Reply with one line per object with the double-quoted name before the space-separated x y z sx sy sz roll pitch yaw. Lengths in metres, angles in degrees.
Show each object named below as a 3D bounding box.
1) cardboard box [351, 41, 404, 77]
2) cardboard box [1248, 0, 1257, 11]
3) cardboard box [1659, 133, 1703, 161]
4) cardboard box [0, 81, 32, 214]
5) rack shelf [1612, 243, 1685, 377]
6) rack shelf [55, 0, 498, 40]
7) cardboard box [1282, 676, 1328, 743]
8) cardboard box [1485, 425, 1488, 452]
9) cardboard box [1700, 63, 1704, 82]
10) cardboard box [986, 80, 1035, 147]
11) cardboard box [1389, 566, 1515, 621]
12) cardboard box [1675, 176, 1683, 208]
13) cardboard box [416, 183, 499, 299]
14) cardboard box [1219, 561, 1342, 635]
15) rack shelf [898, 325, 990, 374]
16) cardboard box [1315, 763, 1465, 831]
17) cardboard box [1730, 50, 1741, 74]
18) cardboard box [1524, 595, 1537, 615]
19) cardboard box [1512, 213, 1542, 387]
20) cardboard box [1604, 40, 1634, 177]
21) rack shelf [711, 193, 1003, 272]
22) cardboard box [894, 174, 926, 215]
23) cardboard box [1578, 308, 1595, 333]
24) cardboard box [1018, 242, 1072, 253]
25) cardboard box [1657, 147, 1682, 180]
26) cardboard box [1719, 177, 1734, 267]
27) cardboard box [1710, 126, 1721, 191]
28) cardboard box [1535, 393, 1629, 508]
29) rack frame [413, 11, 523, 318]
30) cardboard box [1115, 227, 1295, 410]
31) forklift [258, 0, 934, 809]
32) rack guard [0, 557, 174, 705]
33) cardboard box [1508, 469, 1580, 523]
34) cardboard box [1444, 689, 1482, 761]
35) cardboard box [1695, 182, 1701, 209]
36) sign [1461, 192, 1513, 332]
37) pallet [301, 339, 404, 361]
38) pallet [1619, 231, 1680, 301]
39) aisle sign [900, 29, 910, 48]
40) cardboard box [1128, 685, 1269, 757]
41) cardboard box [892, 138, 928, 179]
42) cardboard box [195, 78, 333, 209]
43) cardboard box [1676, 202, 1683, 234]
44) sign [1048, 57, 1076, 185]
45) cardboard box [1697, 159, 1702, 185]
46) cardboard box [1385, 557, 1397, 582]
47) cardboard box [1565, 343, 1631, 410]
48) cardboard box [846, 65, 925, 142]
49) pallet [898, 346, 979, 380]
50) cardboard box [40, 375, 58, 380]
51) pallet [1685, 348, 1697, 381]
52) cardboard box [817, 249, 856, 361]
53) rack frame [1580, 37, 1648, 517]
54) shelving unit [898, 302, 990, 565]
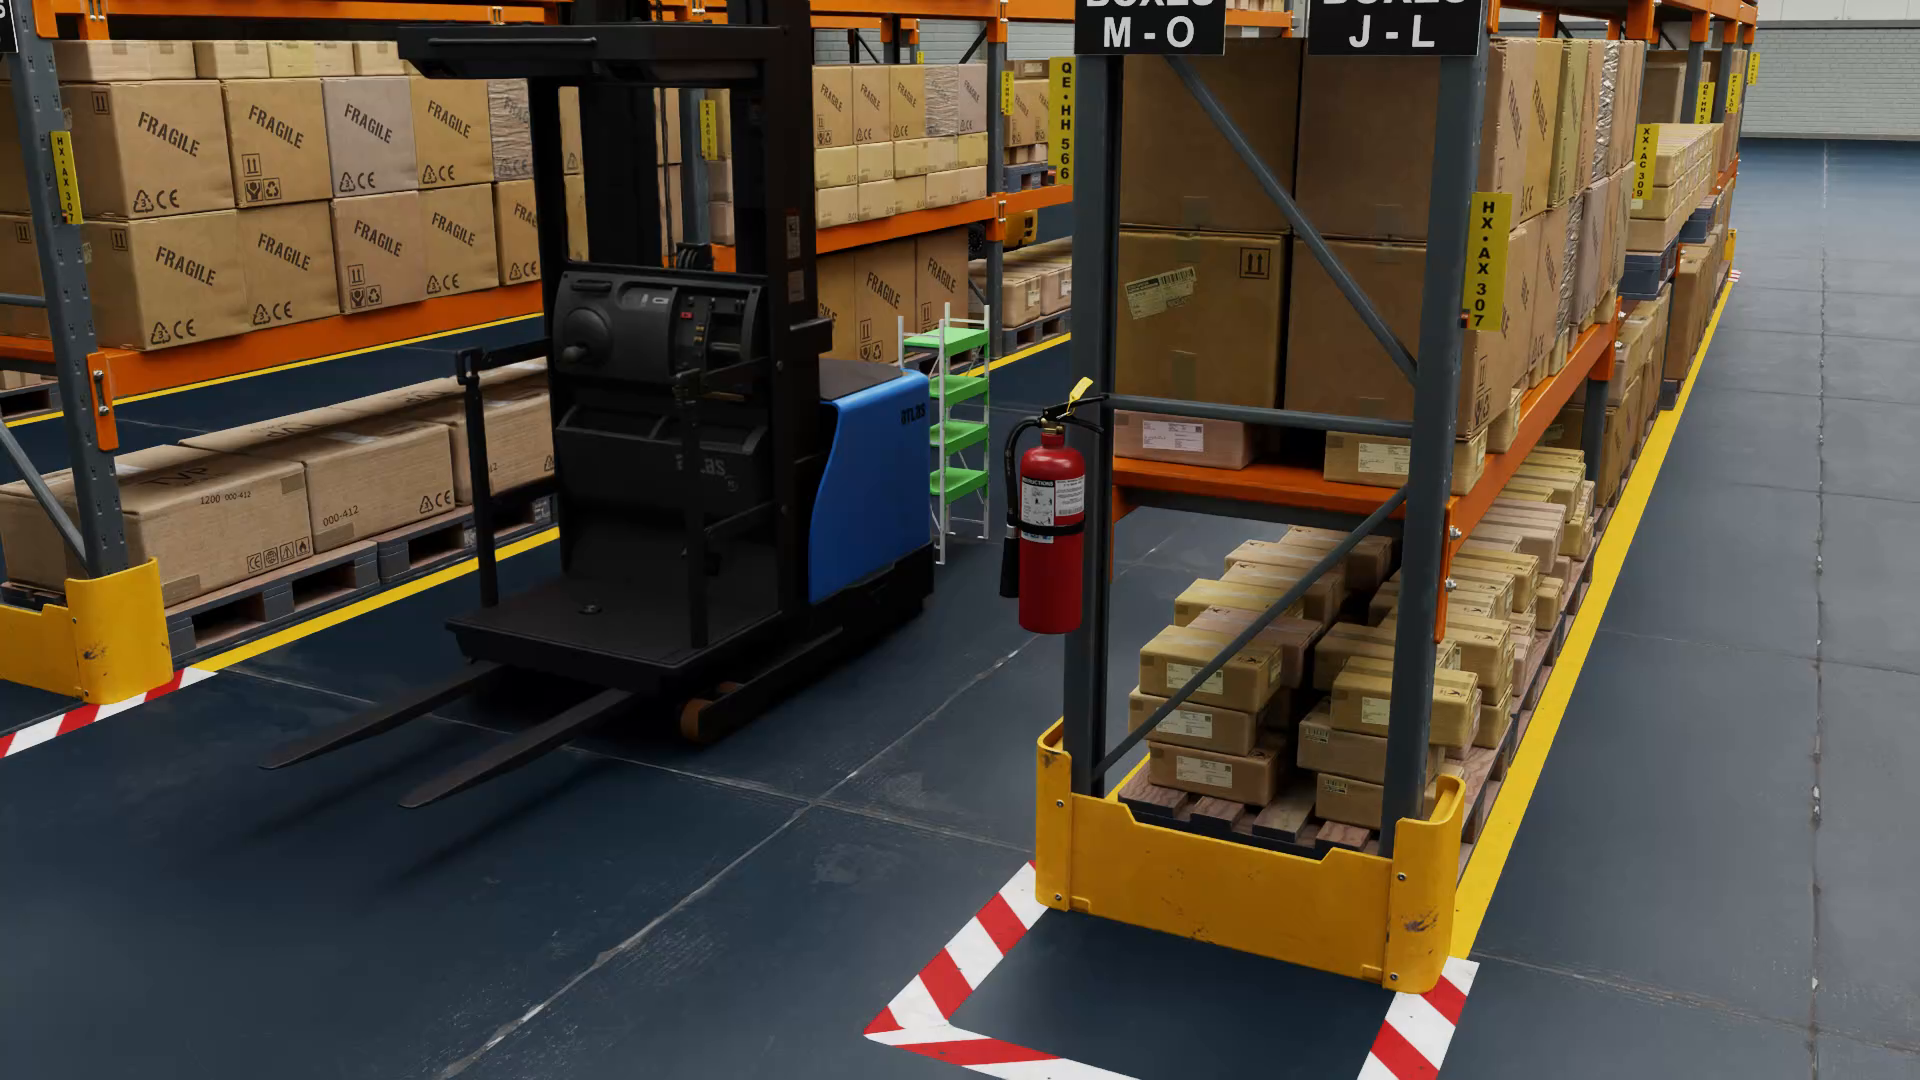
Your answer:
"cardboard box" -2.708 -2.143 7.400 0.380 0.149 0.250 8 18 26
"cardboard box" 3.061 -5.931 18.398 0.380 0.149 0.250 8 18 25
"cardboard box" 3.953 -2.208 9.350 0.380 0.149 0.250 9 19 28
"cardboard box" -3.704 -1.601 6.716 0.500 0.500 0.500 9 19 27
"rack shelf" 3.448 -1.500 9.571 1.077 0.370 4.000 8 18 25
"rack shelf" -5.468 -4.173 13.301 1.077 0.370 4.000 8 18 25
"cardboard box" 1.035 0.553 5.664 0.380 0.149 0.250 8 18 25
"cardboard box" 1.282 -0.307 4.732 0.380 0.149 0.250 9 19 27
"cardboard box" 5.458 -3.514 13.154 0.700 0.500 0.500 8 18 26
"cardboard box" 0.276 -3.436 13.388 0.500 0.500 0.500 8 18 24
"cardboard box" 1.717 0.196 5.819 0.380 0.149 0.250 9 19 28
"cardboard box" 3.371 -1.733 8.273 0.380 0.149 0.250 9 19 27
"cardboard box" -2.582 -1.444 7.942 0.500 0.500 0.500 9 19 27
"cardboard box" 1.115 0.199 5.809 0.380 0.149 0.250 7 18 23
"rack shelf" -0.074 -0.932 8.093 0.258 0.148 0.480 8 18 25
"cardboard box" 1.287 0.756 4.981 0.380 0.149 0.250 9 19 26
"cardboard box" 6.831 -4.328 15.666 0.875 0.550 0.550 8 18 25
"cardboard box" 2.045 0.294 6.535 0.380 0.149 0.250 8 19 26
"cardboard box" 1.431 -0.726 5.003 0.500 0.500 0.500 8 18 25
"cardboard box" 2.360 -1.719 6.590 0.500 0.500 0.500 7 18 24
"rack shelf" -1.026 -2.104 11.605 1.077 0.370 4.000 8 18 25
"cardboard box" -0.579 -2.467 11.824 0.500 0.250 0.500 8 18 25
"cardboard box" 2.445 -0.973 6.973 0.380 0.149 0.250 9 19 28
"cardboard box" 1.105 -2.602 15.893 0.950 0.372 0.625 9 19 29
"cardboard box" 3.261 -1.816 8.027 0.380 0.149 0.250 9 19 27
"cardboard box" 7.672 -3.394 17.677 0.875 0.875 0.875 8 18 26
"cardboard box" 5.909 -3.126 13.605 0.500 0.500 0.500 8 18 25
"cardboard box" 3.122 -0.493 8.570 0.500 0.500 0.500 9 19 28
"rack frame" -4.574 -3.589 15.340 1.000 3.000 0.127 8 18 25
"cardboard box" 0.737 -0.655 4.762 0.500 0.500 0.500 9 19 26
"forklift" -1.248 -0.808 6.098 1.130 2.935 3.031 8 19 26
"rack guard" -3.717 0.283 6.692 1.175 0.500 0.348 8 18 25
"cardboard box" 2.445 -0.197 7.146 0.380 0.149 0.250 8 18 25
"cardboard box" 1.403 0.542 5.177 0.380 0.149 0.250 8 18 25
"cardboard box" 4.191 -2.060 9.895 0.380 0.149 0.250 8 18 25
"sign" 1.252 -0.663 3.968 0.100 0.325 0.005 8 18 25
"pallet" -5.488 -1.758 14.071 1.003 0.211 1.213 8 18 25
"pallet" 3.026 -1.420 8.374 1.003 0.211 1.213 8 18 25
"aisle sign" -0.707 -6.853 21.762 0.394 0.787 0.004 8 18 25
"cardboard box" 0.747 0.535 5.202 0.380 0.149 0.250 8 18 24
"cardboard box" -0.557 -2.707 11.754 0.500 0.250 0.500 8 18 24
"cardboard box" -3.013 -1.667 6.936 0.500 0.500 0.500 8 18 24
"cardboard box" 3.489 -1.657 8.538 0.380 0.149 0.250 8 18 26
"sign" 0.279 -1.099 4.368 0.100 0.325 0.005 8 18 25
"cardboard box" 4.070 -2.132 9.616 0.380 0.149 0.250 8 18 25
"cardboard box" 1.560 0.073 6.758 0.380 0.149 0.250 8 18 25
"cardboard box" 3.121 -0.853 8.463 0.500 0.250 0.500 7 18 23
"cardboard box" -0.579 -3.064 11.639 0.500 0.500 0.500 8 18 25
"pallet" -0.552 -1.431 12.971 1.003 0.211 1.213 8 18 25
"cardboard box" -6.348 -1.226 11.653 0.380 0.149 0.250 7 18 24
"pallet" 5.308 -1.519 13.267 1.003 0.211 1.213 8 18 25
"cardboard box" -1.317 -1.522 11.374 0.875 0.875 0.875 9 19 27
"rack frame" 2.554 -1.336 7.753 1.000 3.000 0.127 8 18 25
"shelving unit" -0.074 -0.533 8.212 0.258 1.200 0.503 8 18 25
